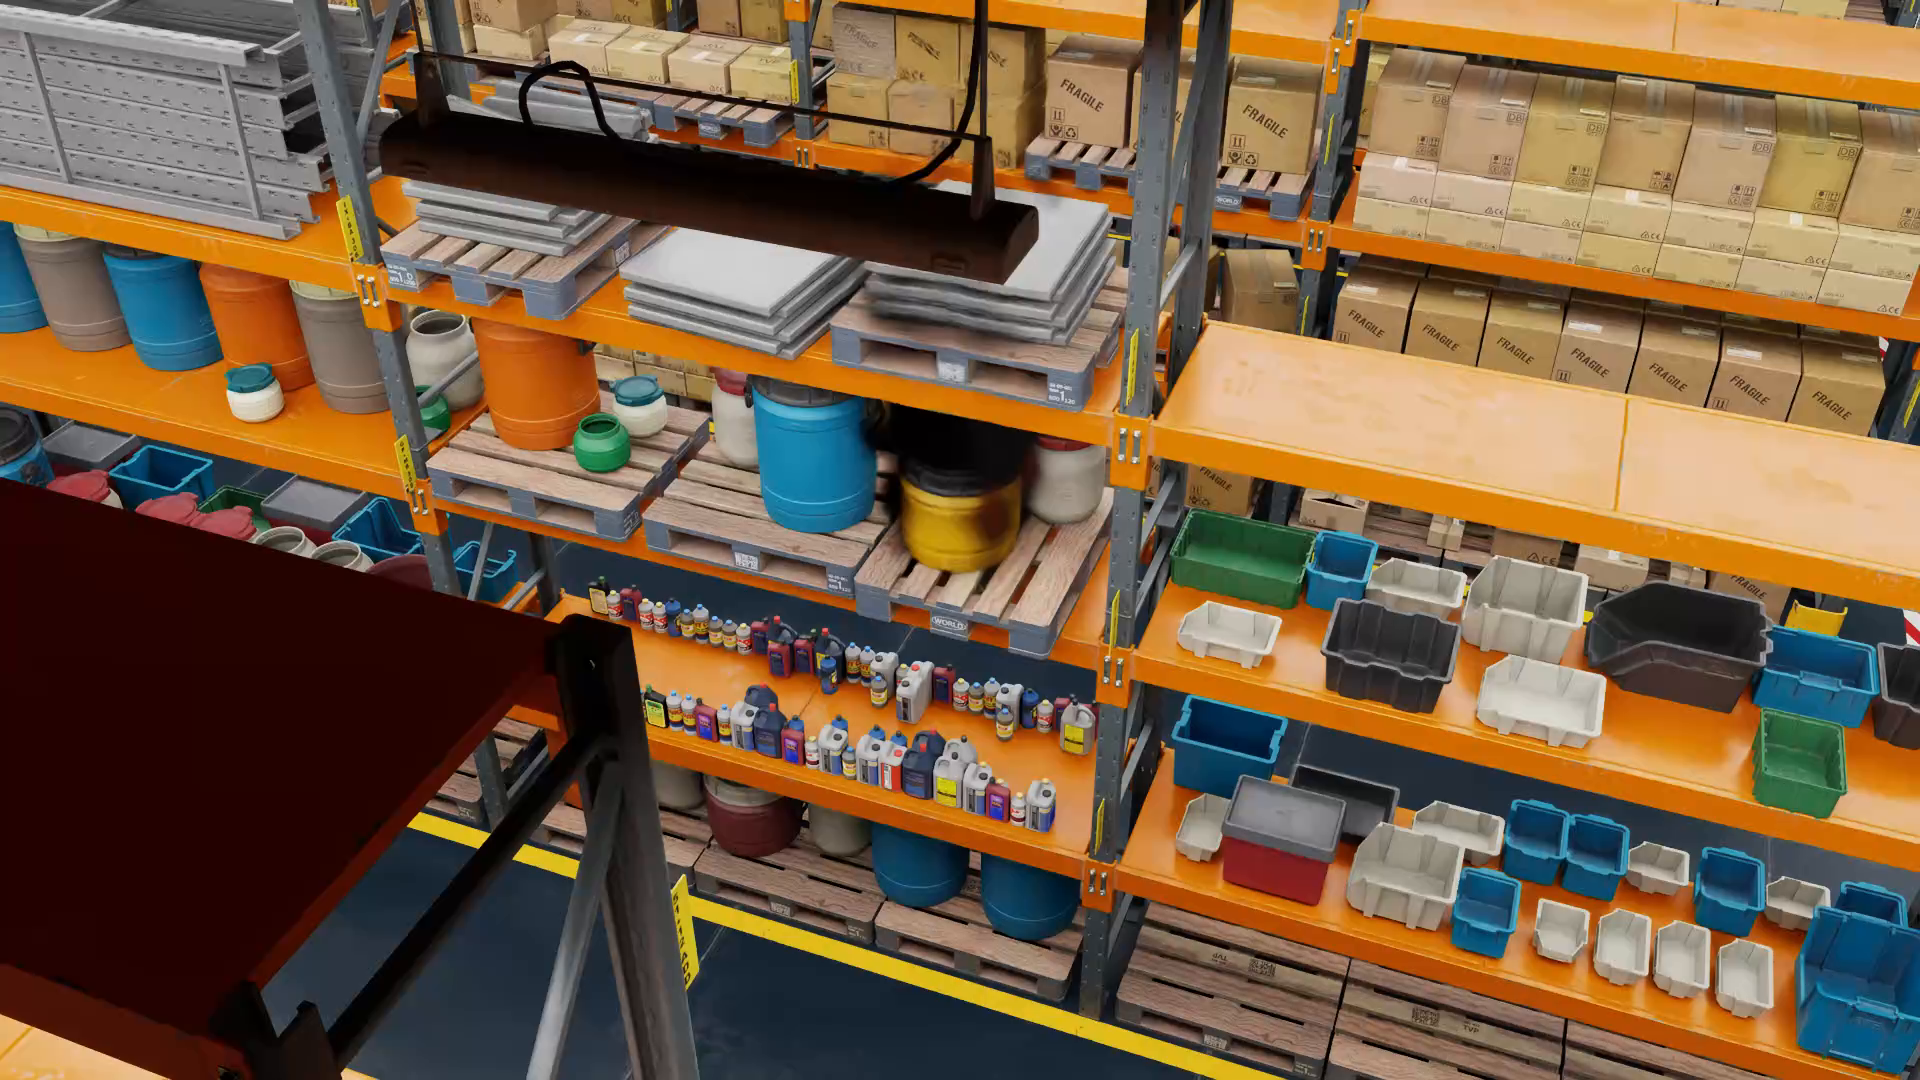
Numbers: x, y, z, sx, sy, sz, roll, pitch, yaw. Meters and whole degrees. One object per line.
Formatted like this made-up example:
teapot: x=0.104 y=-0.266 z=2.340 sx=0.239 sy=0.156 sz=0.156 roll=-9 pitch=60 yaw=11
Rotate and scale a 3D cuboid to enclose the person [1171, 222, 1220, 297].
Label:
person: x=2.201 y=-2.744 z=15.683 sx=0.783 sy=1.803 sz=0.629 roll=10 pitch=38 yaw=13
